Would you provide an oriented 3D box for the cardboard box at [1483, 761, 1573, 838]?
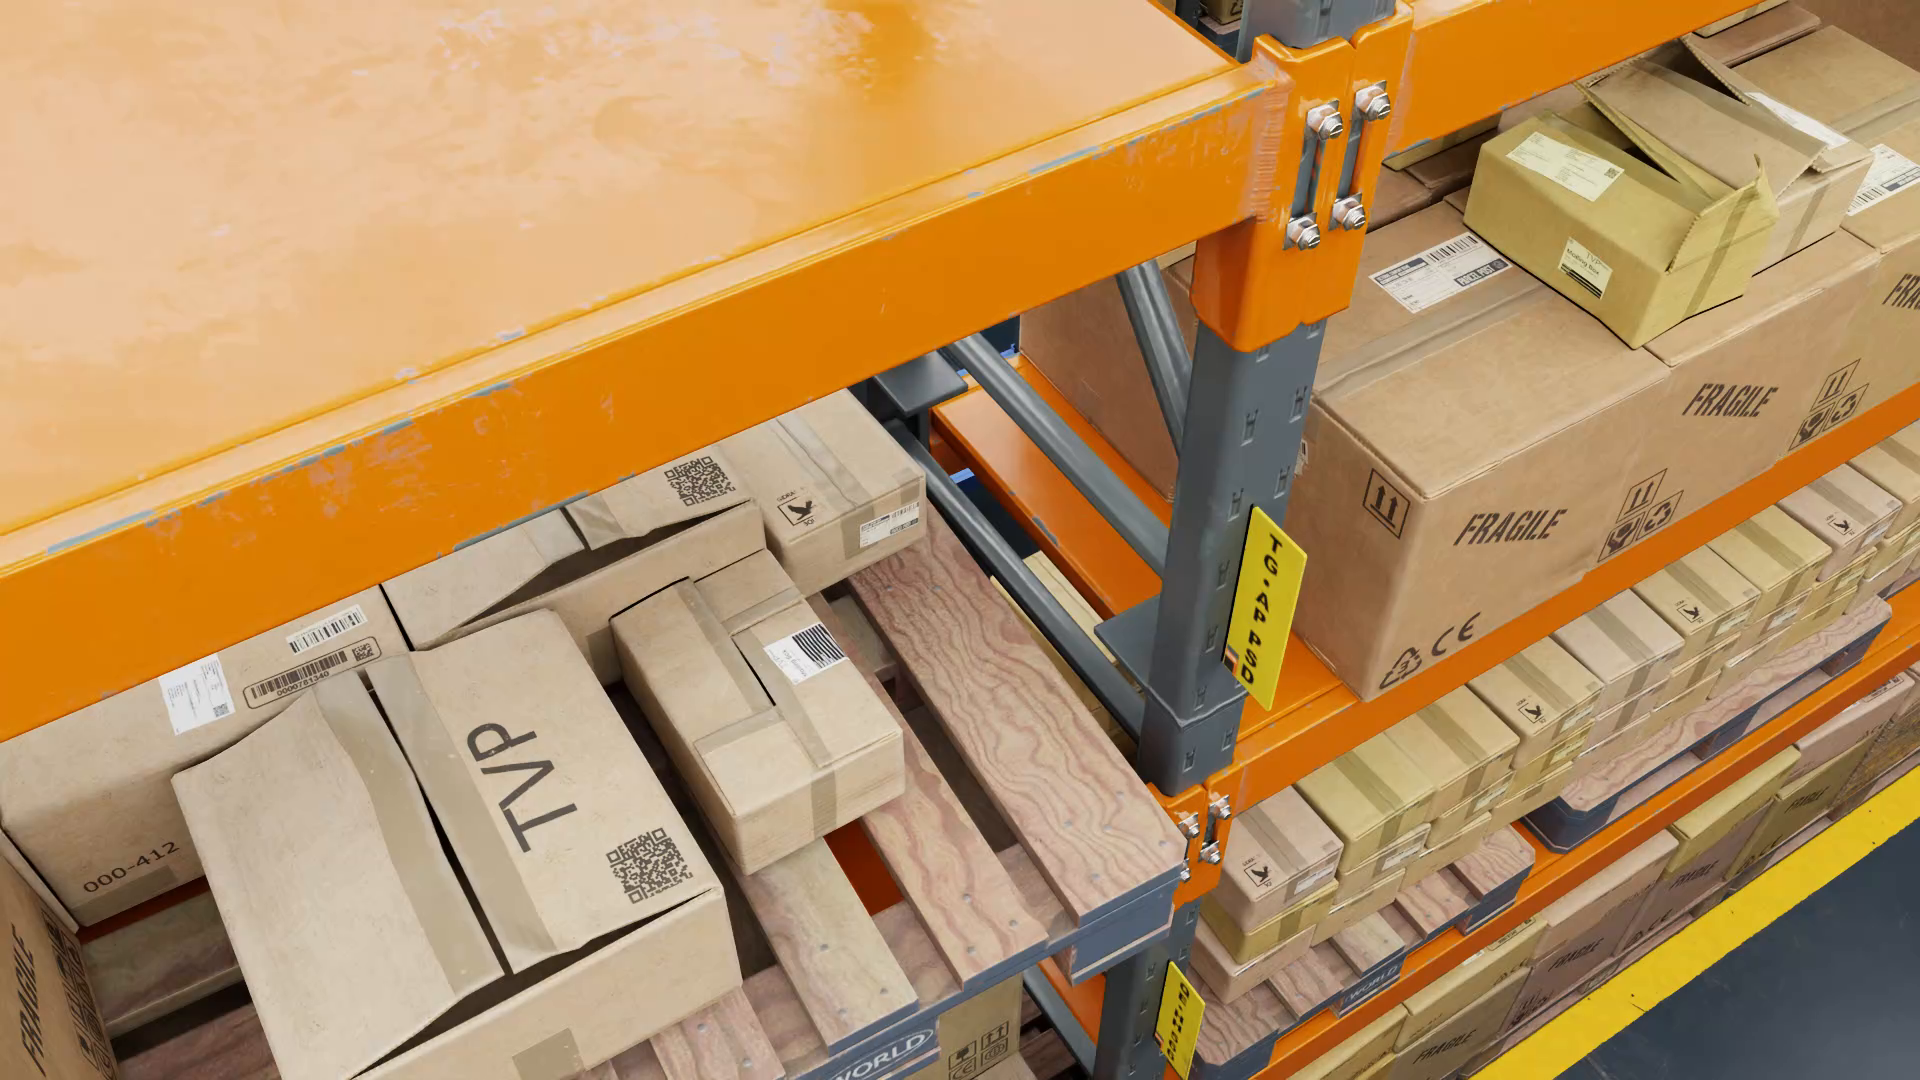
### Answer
[{"bbox_3d":[1.278,0.509,4.121,0.250,0.149,0.380,-23,52,-19],"label":"cardboard box"}]

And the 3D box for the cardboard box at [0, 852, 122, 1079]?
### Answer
[{"bbox_3d":[-1.211,0.604,1.725,0.500,0.500,0.500,-25,53,-21],"label":"cardboard box"}]

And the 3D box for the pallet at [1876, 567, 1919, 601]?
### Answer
[{"bbox_3d":[2.768,-0.379,5.153,1.213,0.211,1.003,-25,53,-21],"label":"pallet"}]

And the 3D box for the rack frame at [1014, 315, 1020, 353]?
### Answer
[{"bbox_3d":[0.358,-0.667,6.285,0.032,1.500,0.500,-25,53,-21],"label":"rack frame"}]

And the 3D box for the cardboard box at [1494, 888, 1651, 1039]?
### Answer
[{"bbox_3d":[1.699,1.100,5.100,0.500,0.500,0.500,-26,53,-22],"label":"cardboard box"}]

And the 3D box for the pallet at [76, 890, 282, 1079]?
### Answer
[{"bbox_3d":[-1.351,0.741,2.144,1.213,0.211,1.003,-23,52,-19],"label":"pallet"}]

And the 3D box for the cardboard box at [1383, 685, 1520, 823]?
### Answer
[{"bbox_3d":[1.039,0.419,3.802,0.250,0.149,0.380,-25,53,-21],"label":"cardboard box"}]

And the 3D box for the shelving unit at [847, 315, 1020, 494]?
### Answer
[{"bbox_3d":[-0.072,-0.465,6.105,1.048,1.500,0.538,-25,53,-21],"label":"shelving unit"}]

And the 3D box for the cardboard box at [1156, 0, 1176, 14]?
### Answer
[{"bbox_3d":[0.401,-2.994,8.494,0.875,0.875,1.225,-25,53,-21],"label":"cardboard box"}]

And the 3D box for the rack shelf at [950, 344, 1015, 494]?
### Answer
[{"bbox_3d":[-0.072,-0.345,6.239,1.000,0.185,0.538,-25,53,-21],"label":"rack shelf"}]

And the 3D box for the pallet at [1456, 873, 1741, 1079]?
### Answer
[{"bbox_3d":[1.802,1.072,5.599,1.213,0.211,1.003,-25,53,-21],"label":"pallet"}]

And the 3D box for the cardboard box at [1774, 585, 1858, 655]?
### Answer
[{"bbox_3d":[2.162,0.093,4.491,0.250,0.149,0.380,-23,52,-19],"label":"cardboard box"}]

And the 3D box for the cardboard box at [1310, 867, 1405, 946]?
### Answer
[{"bbox_3d":[0.823,0.725,3.928,0.250,0.149,0.380,-23,52,-19],"label":"cardboard box"}]

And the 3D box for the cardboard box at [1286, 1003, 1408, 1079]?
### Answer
[{"bbox_3d":[0.822,1.259,4.456,0.500,0.250,0.500,-27,54,-22],"label":"cardboard box"}]

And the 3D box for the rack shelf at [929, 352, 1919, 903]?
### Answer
[{"bbox_3d":[1.801,-0.617,3.709,4.000,0.370,1.077,-25,53,-21],"label":"rack shelf"}]

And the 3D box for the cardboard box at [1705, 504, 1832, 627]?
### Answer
[{"bbox_3d":[1.927,0.001,4.174,0.250,0.149,0.380,-26,53,-21],"label":"cardboard box"}]

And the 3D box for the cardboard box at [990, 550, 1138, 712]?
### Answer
[{"bbox_3d":[0.279,0.200,3.997,0.250,0.149,0.380,-27,54,-22],"label":"cardboard box"}]

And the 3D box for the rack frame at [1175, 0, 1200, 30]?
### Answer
[{"bbox_3d":[0.931,-3.828,8.096,0.127,3.000,1.000,-25,53,-21],"label":"rack frame"}]

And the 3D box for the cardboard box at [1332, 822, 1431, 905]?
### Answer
[{"bbox_3d":[0.854,0.608,3.833,0.250,0.149,0.380,-23,52,-19],"label":"cardboard box"}]

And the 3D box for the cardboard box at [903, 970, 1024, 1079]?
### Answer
[{"bbox_3d":[-0.275,0.745,3.286,0.500,0.500,0.700,-25,53,-21],"label":"cardboard box"}]

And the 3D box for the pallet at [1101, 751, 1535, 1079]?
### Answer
[{"bbox_3d":[0.655,0.651,4.235,1.003,0.211,1.213,-25,53,-21],"label":"pallet"}]

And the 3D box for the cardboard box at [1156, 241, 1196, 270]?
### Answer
[{"bbox_3d":[0.313,-0.672,2.697,0.258,0.266,0.396,-25,53,-21],"label":"cardboard box"}]

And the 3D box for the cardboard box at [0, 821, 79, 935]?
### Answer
[{"bbox_3d":[-1.478,0.352,2.077,0.500,0.311,0.500,-26,53,-21],"label":"cardboard box"}]

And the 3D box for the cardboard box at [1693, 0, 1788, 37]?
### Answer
[{"bbox_3d":[1.390,-1.198,3.165,0.258,0.266,0.396,-25,53,-21],"label":"cardboard box"}]

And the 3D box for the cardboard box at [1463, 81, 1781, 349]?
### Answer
[{"bbox_3d":[1.035,-0.539,2.579,0.258,0.266,0.396,-25,53,-21],"label":"cardboard box"}]

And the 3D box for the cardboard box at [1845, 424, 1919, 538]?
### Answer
[{"bbox_3d":[2.379,-0.216,4.368,0.250,0.149,0.380,-27,54,-22],"label":"cardboard box"}]

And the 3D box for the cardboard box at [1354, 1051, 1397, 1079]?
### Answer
[{"bbox_3d":[0.844,1.509,4.735,0.500,0.500,0.500,-27,54,-22],"label":"cardboard box"}]

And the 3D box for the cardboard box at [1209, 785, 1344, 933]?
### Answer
[{"bbox_3d":[0.607,0.621,3.622,0.250,0.149,0.380,-25,53,-21],"label":"cardboard box"}]

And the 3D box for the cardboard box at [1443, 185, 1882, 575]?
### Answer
[{"bbox_3d":[1.154,-0.355,2.928,0.500,0.500,0.500,-25,53,-21],"label":"cardboard box"}]

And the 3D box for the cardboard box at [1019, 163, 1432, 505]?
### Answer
[{"bbox_3d":[0.457,-0.480,3.039,0.500,0.500,0.500,-25,53,-21],"label":"cardboard box"}]

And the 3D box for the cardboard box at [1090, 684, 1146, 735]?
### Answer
[{"bbox_3d":[0.284,0.299,4.108,0.250,0.149,0.380,-24,53,-20],"label":"cardboard box"}]

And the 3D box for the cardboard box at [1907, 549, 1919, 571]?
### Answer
[{"bbox_3d":[2.619,-0.126,4.686,0.250,0.149,0.380,-28,54,-23],"label":"cardboard box"}]

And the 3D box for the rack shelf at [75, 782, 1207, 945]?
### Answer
[{"bbox_3d":[-1.582,0.977,2.290,4.000,0.370,1.077,-25,53,-21],"label":"rack shelf"}]

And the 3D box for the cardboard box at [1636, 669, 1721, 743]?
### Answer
[{"bbox_3d":[1.716,0.302,4.305,0.250,0.149,0.380,-25,53,-20],"label":"cardboard box"}]

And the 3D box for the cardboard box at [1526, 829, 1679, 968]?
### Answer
[{"bbox_3d":[1.676,0.868,4.804,0.500,0.250,0.500,-25,53,-21],"label":"cardboard box"}]

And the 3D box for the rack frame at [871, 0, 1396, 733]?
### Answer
[{"bbox_3d":[0.110,-1.057,1.610,0.127,3.000,1.000,-25,53,-21],"label":"rack frame"}]

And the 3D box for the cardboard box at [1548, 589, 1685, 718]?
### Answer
[{"bbox_3d":[1.492,0.205,3.993,0.250,0.149,0.380,-23,52,-19],"label":"cardboard box"}]

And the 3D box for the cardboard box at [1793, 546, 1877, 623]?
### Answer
[{"bbox_3d":[2.148,0.001,4.374,0.250,0.149,0.380,-25,53,-21],"label":"cardboard box"}]

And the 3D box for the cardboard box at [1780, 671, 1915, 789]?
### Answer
[{"bbox_3d":[2.556,0.440,5.185,0.500,0.250,0.500,-23,52,-19],"label":"cardboard box"}]

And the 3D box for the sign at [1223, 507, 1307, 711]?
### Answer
[{"bbox_3d":[0.399,0.097,2.193,0.005,0.325,0.100,-25,53,-21],"label":"sign"}]

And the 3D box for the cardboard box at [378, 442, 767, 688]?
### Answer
[{"bbox_3d":[-0.620,-0.053,2.437,0.500,0.311,0.500,-25,53,-21],"label":"cardboard box"}]

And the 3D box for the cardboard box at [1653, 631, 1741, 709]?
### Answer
[{"bbox_3d":[1.714,0.204,4.193,0.250,0.149,0.380,-26,53,-21],"label":"cardboard box"}]

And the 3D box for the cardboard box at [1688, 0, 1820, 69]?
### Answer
[{"bbox_3d":[1.298,-0.884,3.399,0.500,0.500,0.500,-25,53,-21],"label":"cardboard box"}]

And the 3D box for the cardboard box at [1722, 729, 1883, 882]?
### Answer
[{"bbox_3d":[2.567,0.695,5.461,0.500,0.500,0.500,-26,53,-22],"label":"cardboard box"}]

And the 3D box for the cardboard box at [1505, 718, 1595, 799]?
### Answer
[{"bbox_3d":[1.291,0.399,4.019,0.250,0.149,0.380,-25,53,-21],"label":"cardboard box"}]
